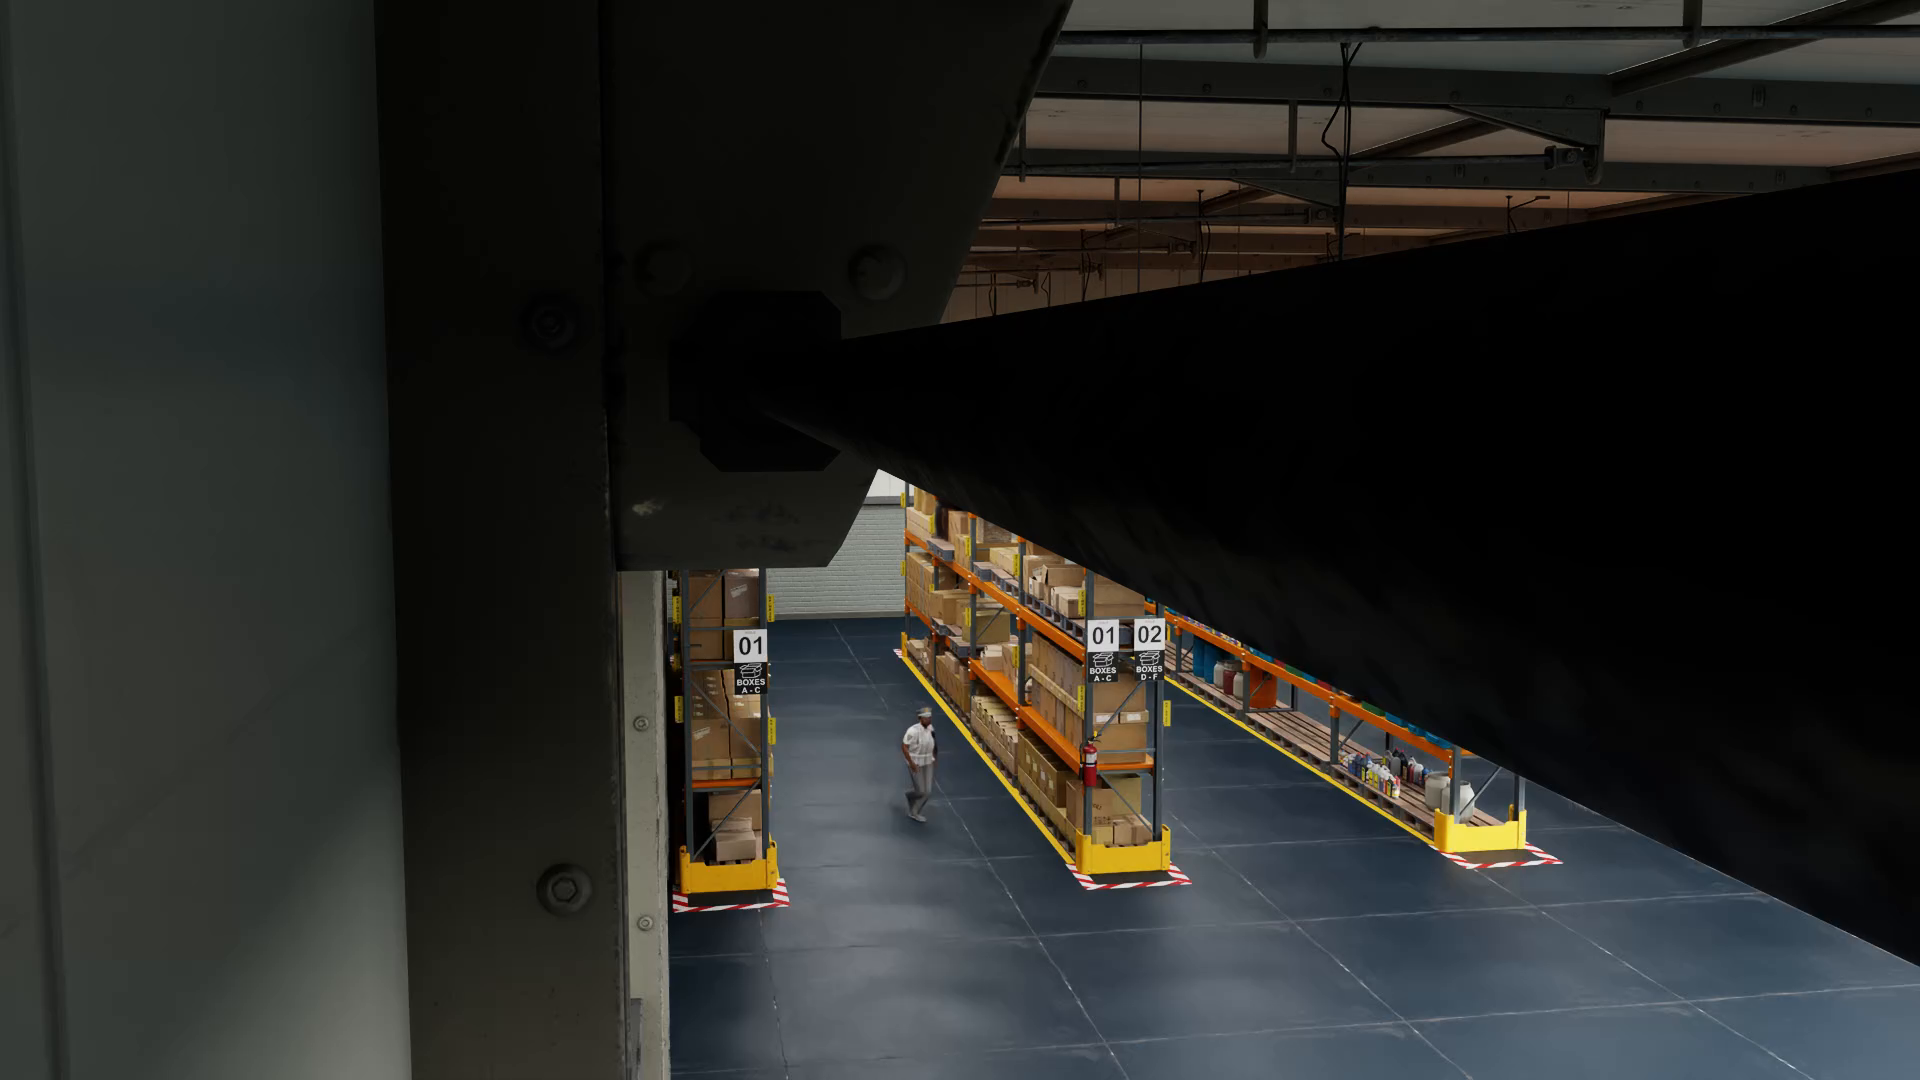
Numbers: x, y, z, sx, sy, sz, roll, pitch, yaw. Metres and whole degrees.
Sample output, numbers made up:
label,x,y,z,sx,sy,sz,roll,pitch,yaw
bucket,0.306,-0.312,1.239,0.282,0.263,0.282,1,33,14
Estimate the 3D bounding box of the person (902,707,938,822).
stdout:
label,x,y,z,sx,sy,sz,roll,pitch,yaw
person,-0.587,3.115,23.305,0.573,1.632,0.532,-4,7,-33
